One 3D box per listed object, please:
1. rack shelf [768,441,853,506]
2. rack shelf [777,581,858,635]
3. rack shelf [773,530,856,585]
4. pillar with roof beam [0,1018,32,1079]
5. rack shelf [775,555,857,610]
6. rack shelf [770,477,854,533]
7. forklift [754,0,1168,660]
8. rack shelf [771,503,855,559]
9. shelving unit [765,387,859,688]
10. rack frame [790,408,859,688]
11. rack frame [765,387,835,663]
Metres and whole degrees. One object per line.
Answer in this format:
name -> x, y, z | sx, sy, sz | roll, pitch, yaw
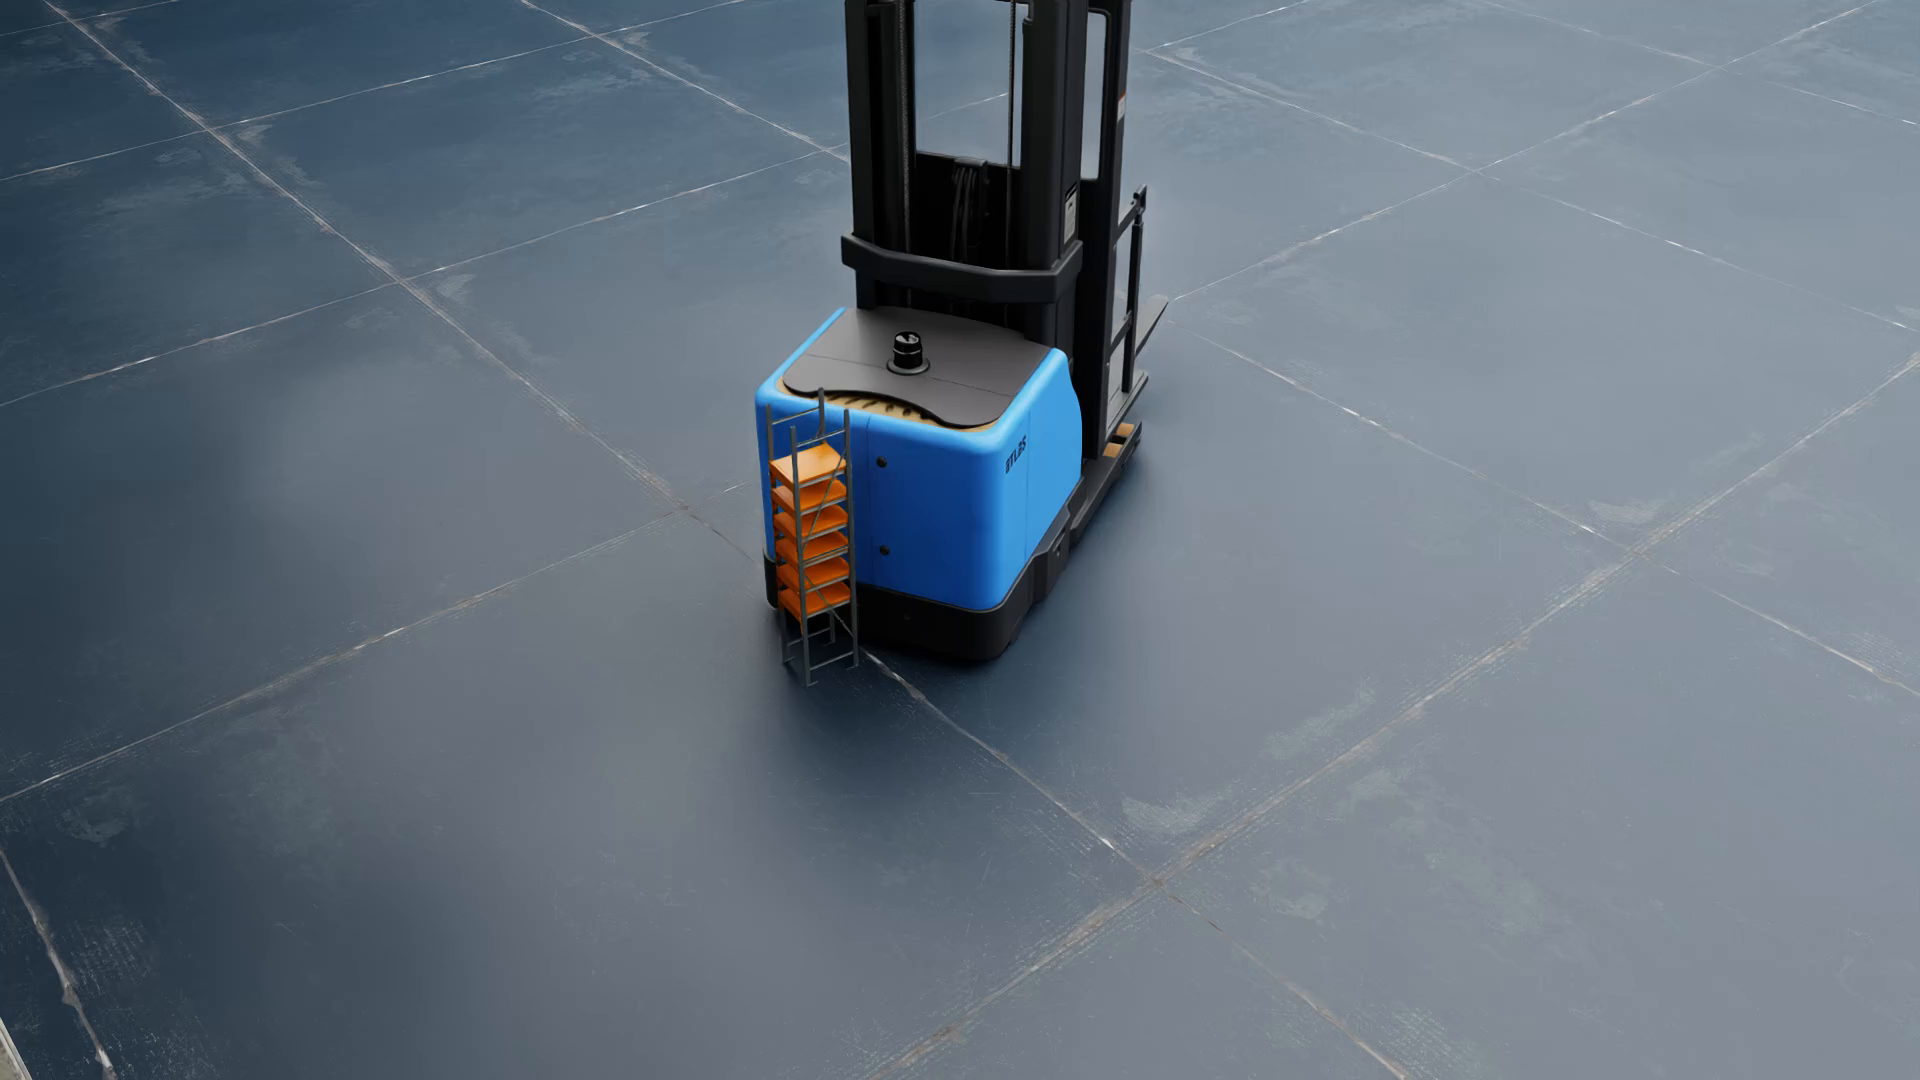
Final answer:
rack shelf -> -0.552, -0.247, 6.145 | 0.258, 0.103, 0.180 | -21, 41, -27
rack shelf -> -0.557, 0.242, 6.493 | 0.258, 0.103, 0.180 | -21, 41, -27
rack shelf -> -0.555, 0.046, 6.354 | 0.258, 0.103, 0.180 | -21, 41, -27
pillar with roof beam -> 1.439, -2.861, 3.636 | 9.100, 9.000, 0.400 | -26, 43, -32
rack shelf -> -0.556, 0.144, 6.423 | 0.258, 0.103, 0.180 | -21, 41, -27
rack shelf -> -0.553, -0.150, 6.215 | 0.258, 0.103, 0.180 | -21, 41, -27
forklift -> 0.220, -1.567, 7.059 | 1.130, 2.935, 3.031 | 13, 37, 18
rack shelf -> -0.554, -0.052, 6.284 | 0.258, 0.103, 0.180 | -21, 41, -27
shelving unit -> -0.555, 0.010, 6.328 | 0.258, 1.200, 0.189 | -21, 41, -27
rack frame -> -0.504, 0.054, 6.266 | 0.240, 1.200, 0.006 | -21, 41, -27
rack frame -> -0.605, -0.034, 6.390 | 0.240, 1.200, 0.006 | -21, 41, -27
